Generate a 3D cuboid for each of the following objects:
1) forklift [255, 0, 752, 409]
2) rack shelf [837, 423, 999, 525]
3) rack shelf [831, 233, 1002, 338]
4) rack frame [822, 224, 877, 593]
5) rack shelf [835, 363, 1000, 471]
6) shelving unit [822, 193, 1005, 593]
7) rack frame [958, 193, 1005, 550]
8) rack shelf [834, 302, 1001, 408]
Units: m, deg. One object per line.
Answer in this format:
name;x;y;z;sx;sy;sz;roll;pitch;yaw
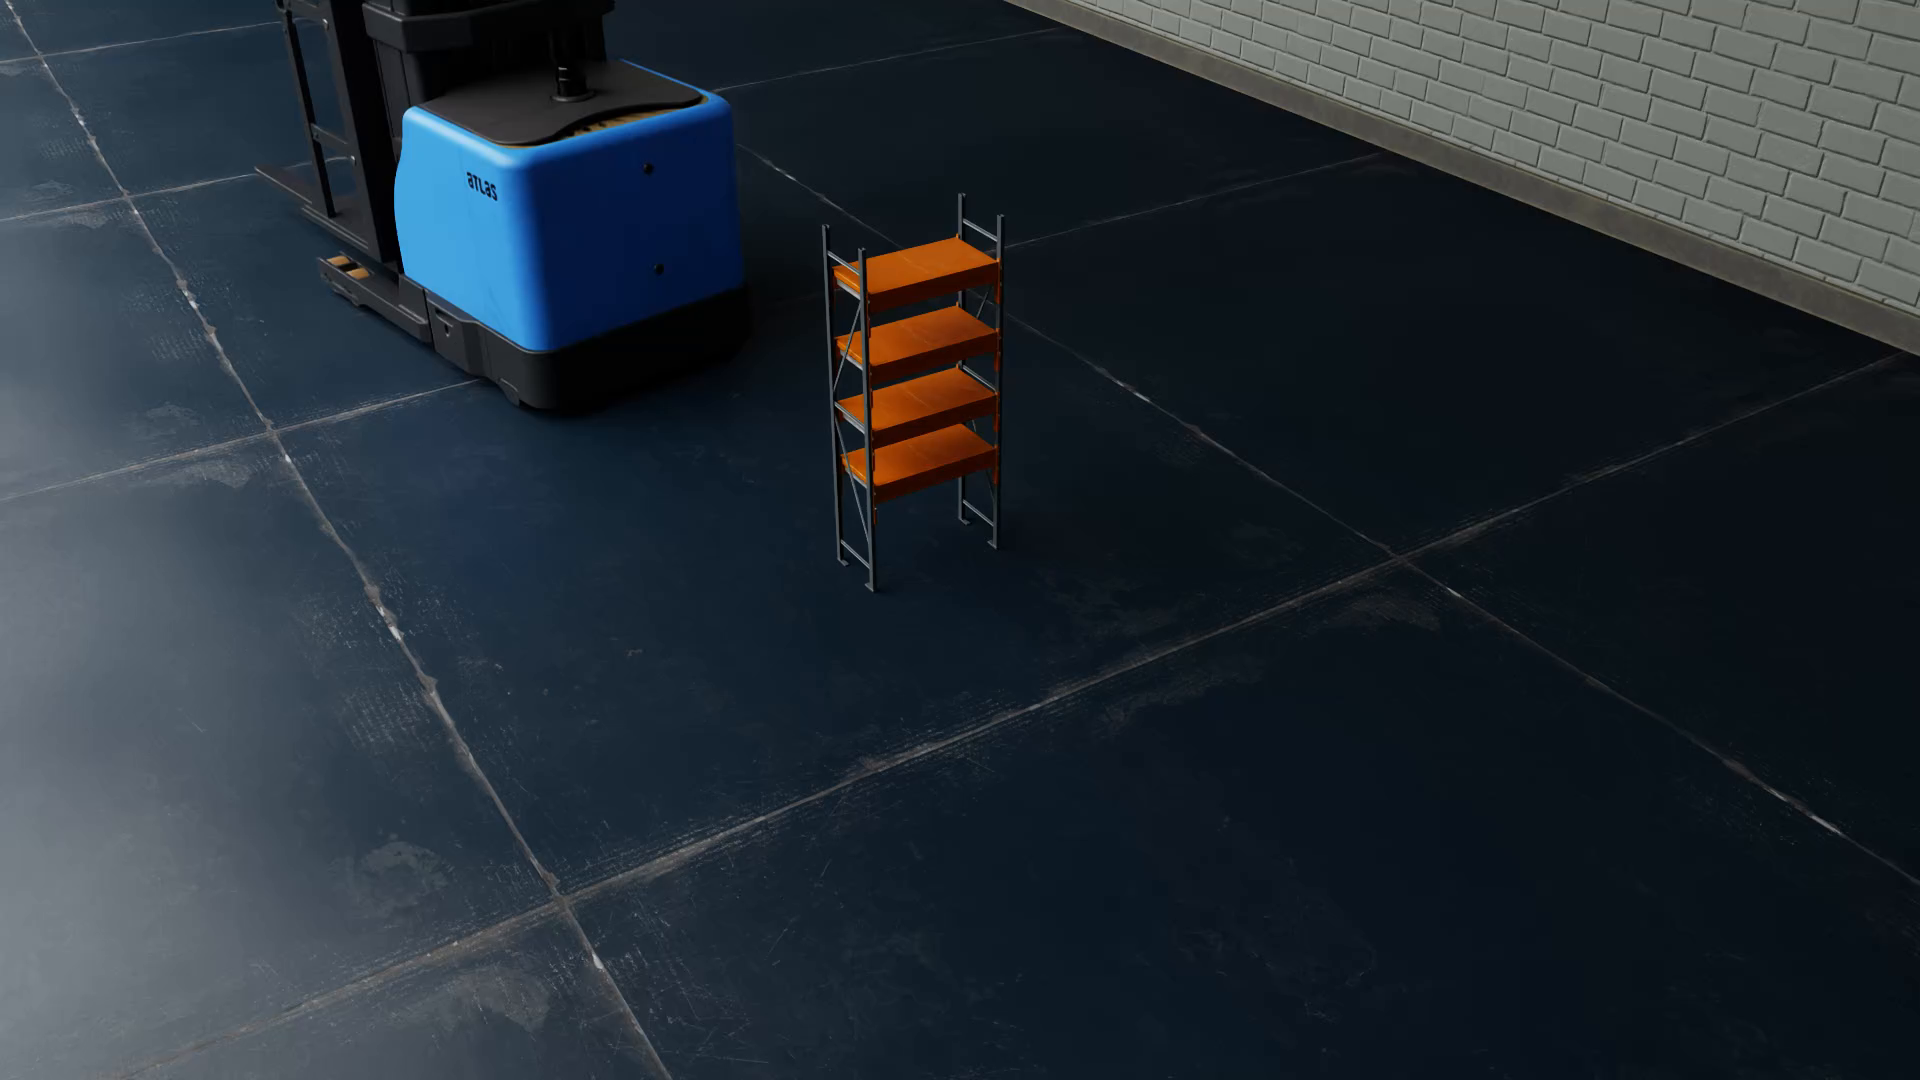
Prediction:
forklift;-2.242;-2.443;6.876;1.130;2.935;3.031;-26;41;-35
rack shelf;-0.139;-0.235;5.496;0.480;0.148;0.258;-19;37;-27
rack shelf;-0.139;-0.792;5.144;0.480;0.148;0.258;-19;37;-27
rack frame;-0.344;-0.389;5.242;0.015;1.200;0.240;-19;37;-27
rack shelf;-0.139;-0.403;5.390;0.480;0.148;0.258;-19;37;-27
shelving unit;-0.139;-0.460;5.354;0.503;1.200;0.258;-19;37;-27
rack frame;0.066;-0.530;5.466;0.015;1.200;0.240;-19;37;-27
rack shelf;-0.139;-0.592;5.271;0.480;0.148;0.258;-19;37;-27
